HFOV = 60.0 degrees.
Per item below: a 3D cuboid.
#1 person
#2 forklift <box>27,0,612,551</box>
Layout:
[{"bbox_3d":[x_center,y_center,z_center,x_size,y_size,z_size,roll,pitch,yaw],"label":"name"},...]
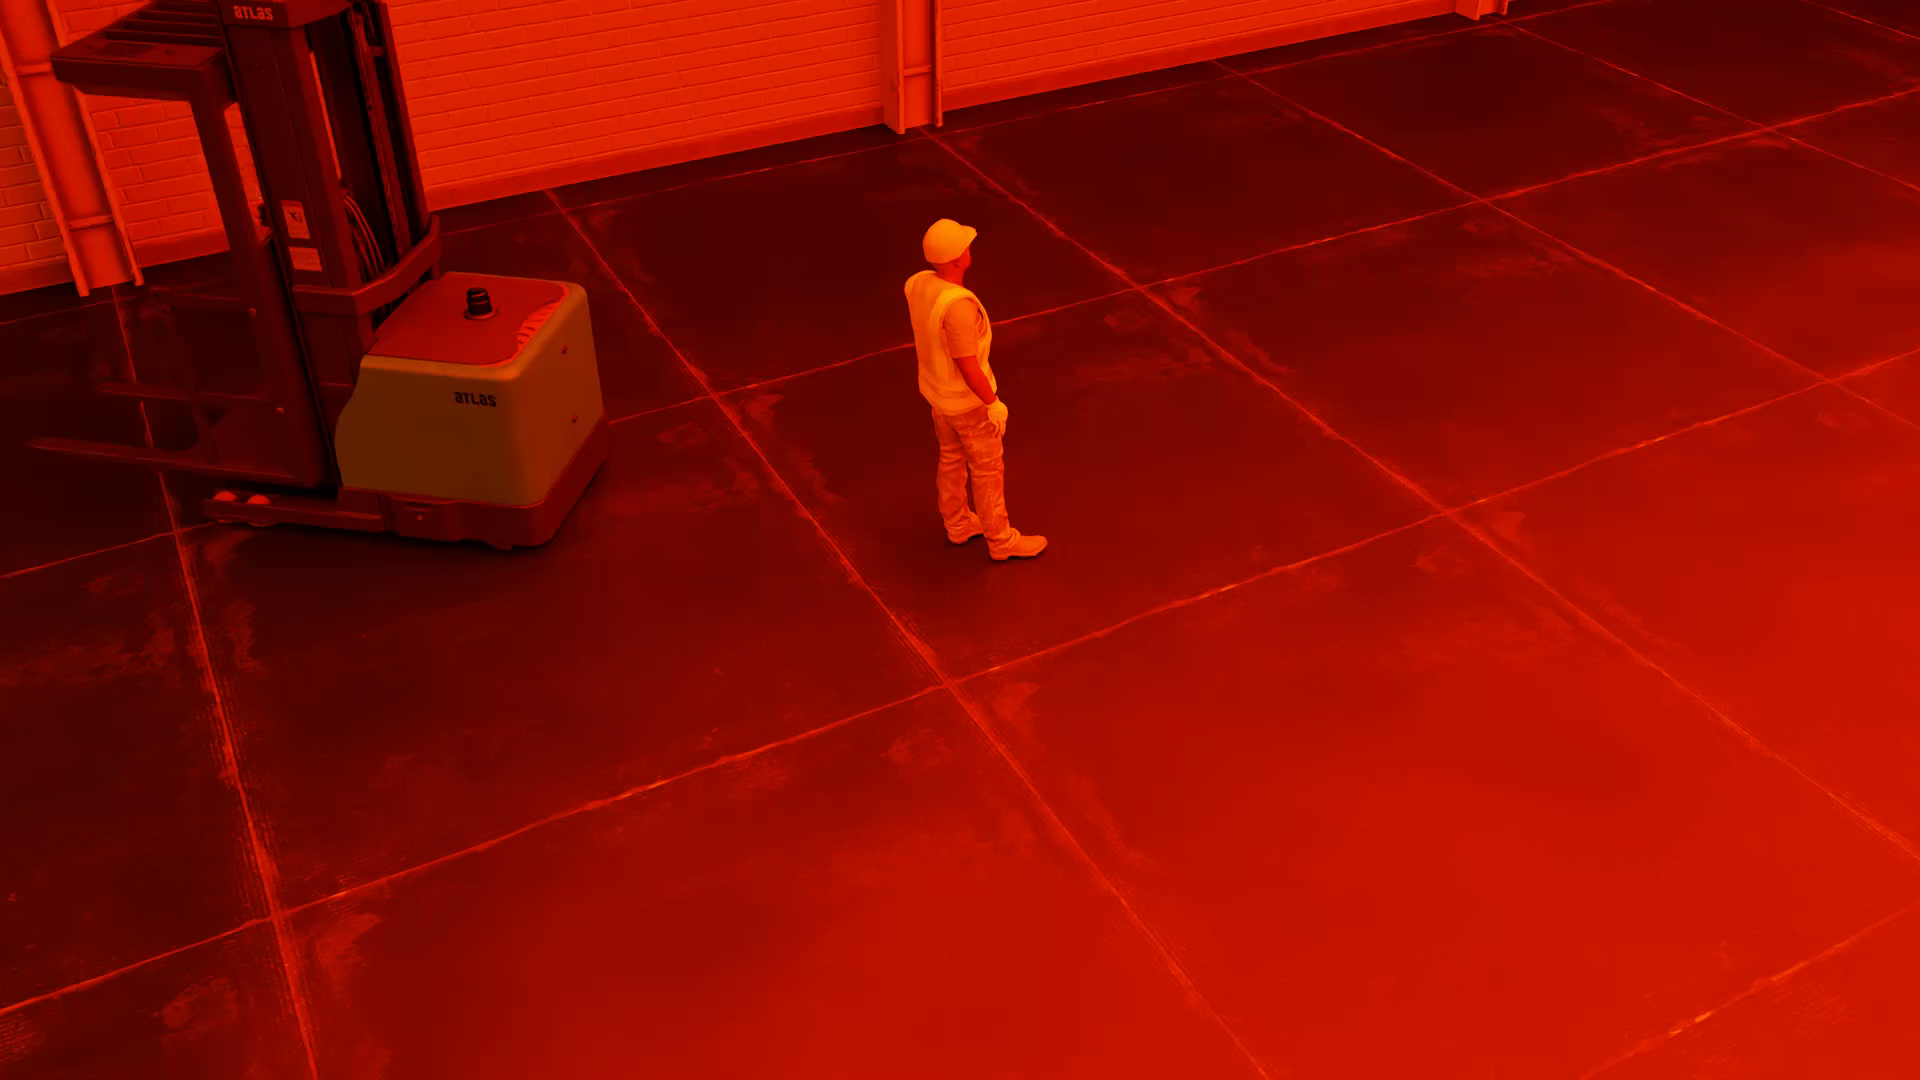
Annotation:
[{"bbox_3d":[0.068,-0.749,8.164,0.577,1.782,0.656,-17,39,-23],"label":"person"},{"bbox_3d":[-3.506,-1.556,8.325,3.031,2.935,1.130,6,36,9],"label":"forklift"}]
